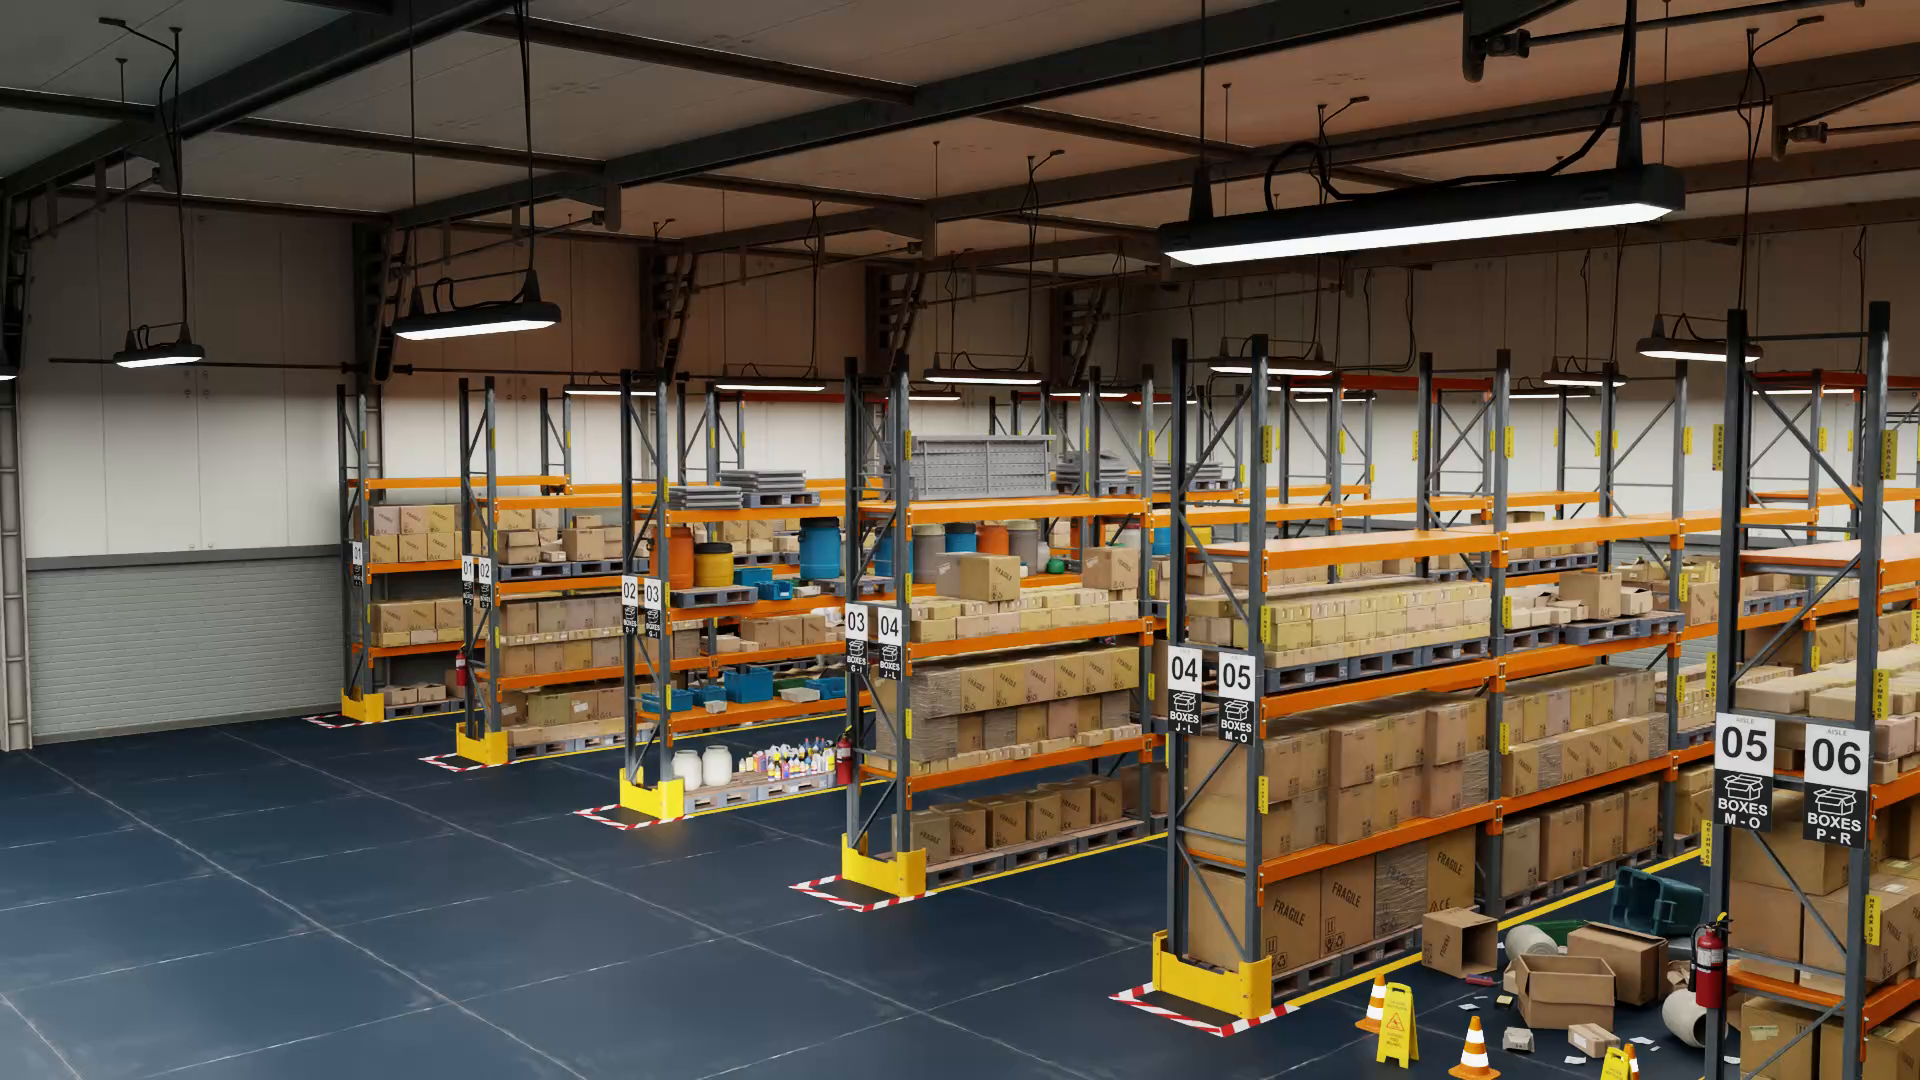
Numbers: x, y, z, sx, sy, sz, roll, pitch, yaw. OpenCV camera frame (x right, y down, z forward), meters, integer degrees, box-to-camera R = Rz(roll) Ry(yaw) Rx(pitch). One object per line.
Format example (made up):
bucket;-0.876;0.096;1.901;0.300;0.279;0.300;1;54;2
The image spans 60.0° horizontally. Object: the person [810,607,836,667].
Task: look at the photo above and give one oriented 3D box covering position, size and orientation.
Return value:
person;-2.777;2.046;34.395;0.674;1.802;0.636;-1;4;-20
